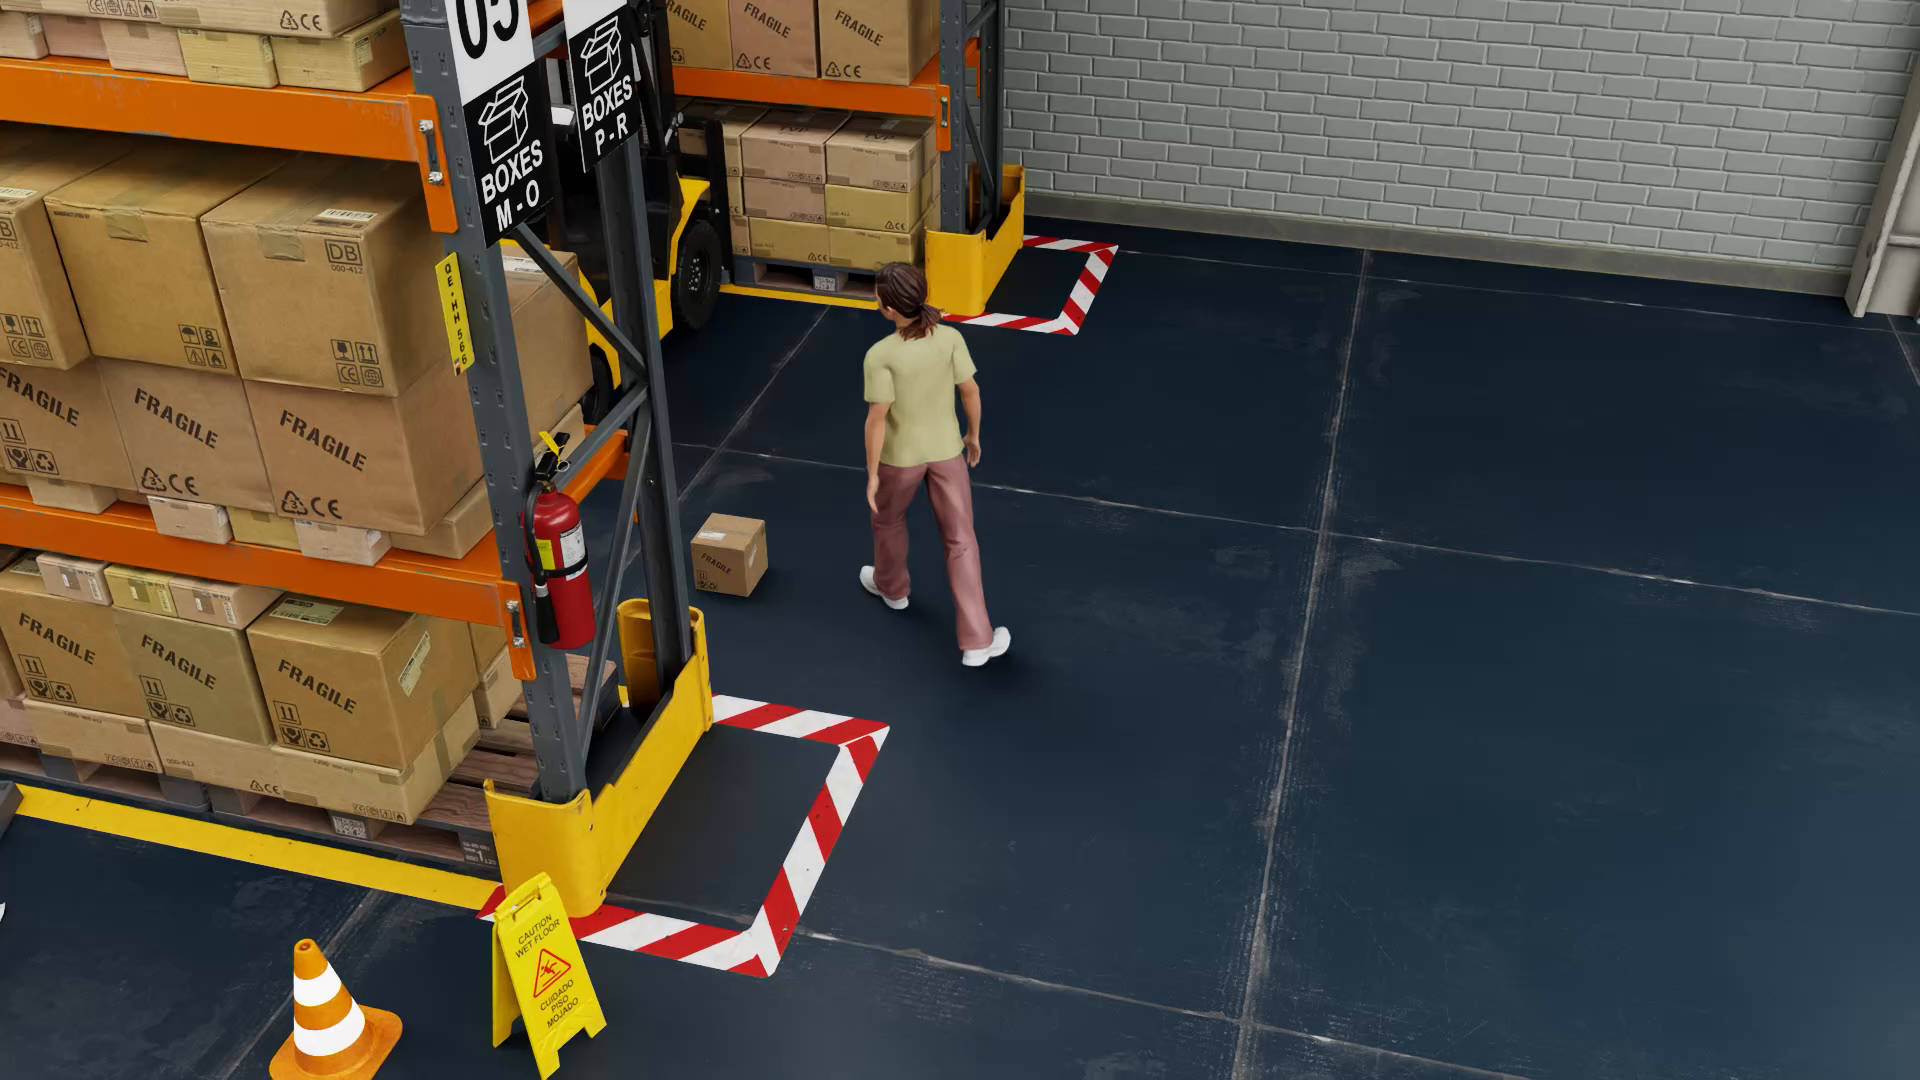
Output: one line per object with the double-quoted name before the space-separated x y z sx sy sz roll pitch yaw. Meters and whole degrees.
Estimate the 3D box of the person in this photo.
"person" -0.131 -0.312 6.657 0.546 1.621 0.882 -10 34 -15
